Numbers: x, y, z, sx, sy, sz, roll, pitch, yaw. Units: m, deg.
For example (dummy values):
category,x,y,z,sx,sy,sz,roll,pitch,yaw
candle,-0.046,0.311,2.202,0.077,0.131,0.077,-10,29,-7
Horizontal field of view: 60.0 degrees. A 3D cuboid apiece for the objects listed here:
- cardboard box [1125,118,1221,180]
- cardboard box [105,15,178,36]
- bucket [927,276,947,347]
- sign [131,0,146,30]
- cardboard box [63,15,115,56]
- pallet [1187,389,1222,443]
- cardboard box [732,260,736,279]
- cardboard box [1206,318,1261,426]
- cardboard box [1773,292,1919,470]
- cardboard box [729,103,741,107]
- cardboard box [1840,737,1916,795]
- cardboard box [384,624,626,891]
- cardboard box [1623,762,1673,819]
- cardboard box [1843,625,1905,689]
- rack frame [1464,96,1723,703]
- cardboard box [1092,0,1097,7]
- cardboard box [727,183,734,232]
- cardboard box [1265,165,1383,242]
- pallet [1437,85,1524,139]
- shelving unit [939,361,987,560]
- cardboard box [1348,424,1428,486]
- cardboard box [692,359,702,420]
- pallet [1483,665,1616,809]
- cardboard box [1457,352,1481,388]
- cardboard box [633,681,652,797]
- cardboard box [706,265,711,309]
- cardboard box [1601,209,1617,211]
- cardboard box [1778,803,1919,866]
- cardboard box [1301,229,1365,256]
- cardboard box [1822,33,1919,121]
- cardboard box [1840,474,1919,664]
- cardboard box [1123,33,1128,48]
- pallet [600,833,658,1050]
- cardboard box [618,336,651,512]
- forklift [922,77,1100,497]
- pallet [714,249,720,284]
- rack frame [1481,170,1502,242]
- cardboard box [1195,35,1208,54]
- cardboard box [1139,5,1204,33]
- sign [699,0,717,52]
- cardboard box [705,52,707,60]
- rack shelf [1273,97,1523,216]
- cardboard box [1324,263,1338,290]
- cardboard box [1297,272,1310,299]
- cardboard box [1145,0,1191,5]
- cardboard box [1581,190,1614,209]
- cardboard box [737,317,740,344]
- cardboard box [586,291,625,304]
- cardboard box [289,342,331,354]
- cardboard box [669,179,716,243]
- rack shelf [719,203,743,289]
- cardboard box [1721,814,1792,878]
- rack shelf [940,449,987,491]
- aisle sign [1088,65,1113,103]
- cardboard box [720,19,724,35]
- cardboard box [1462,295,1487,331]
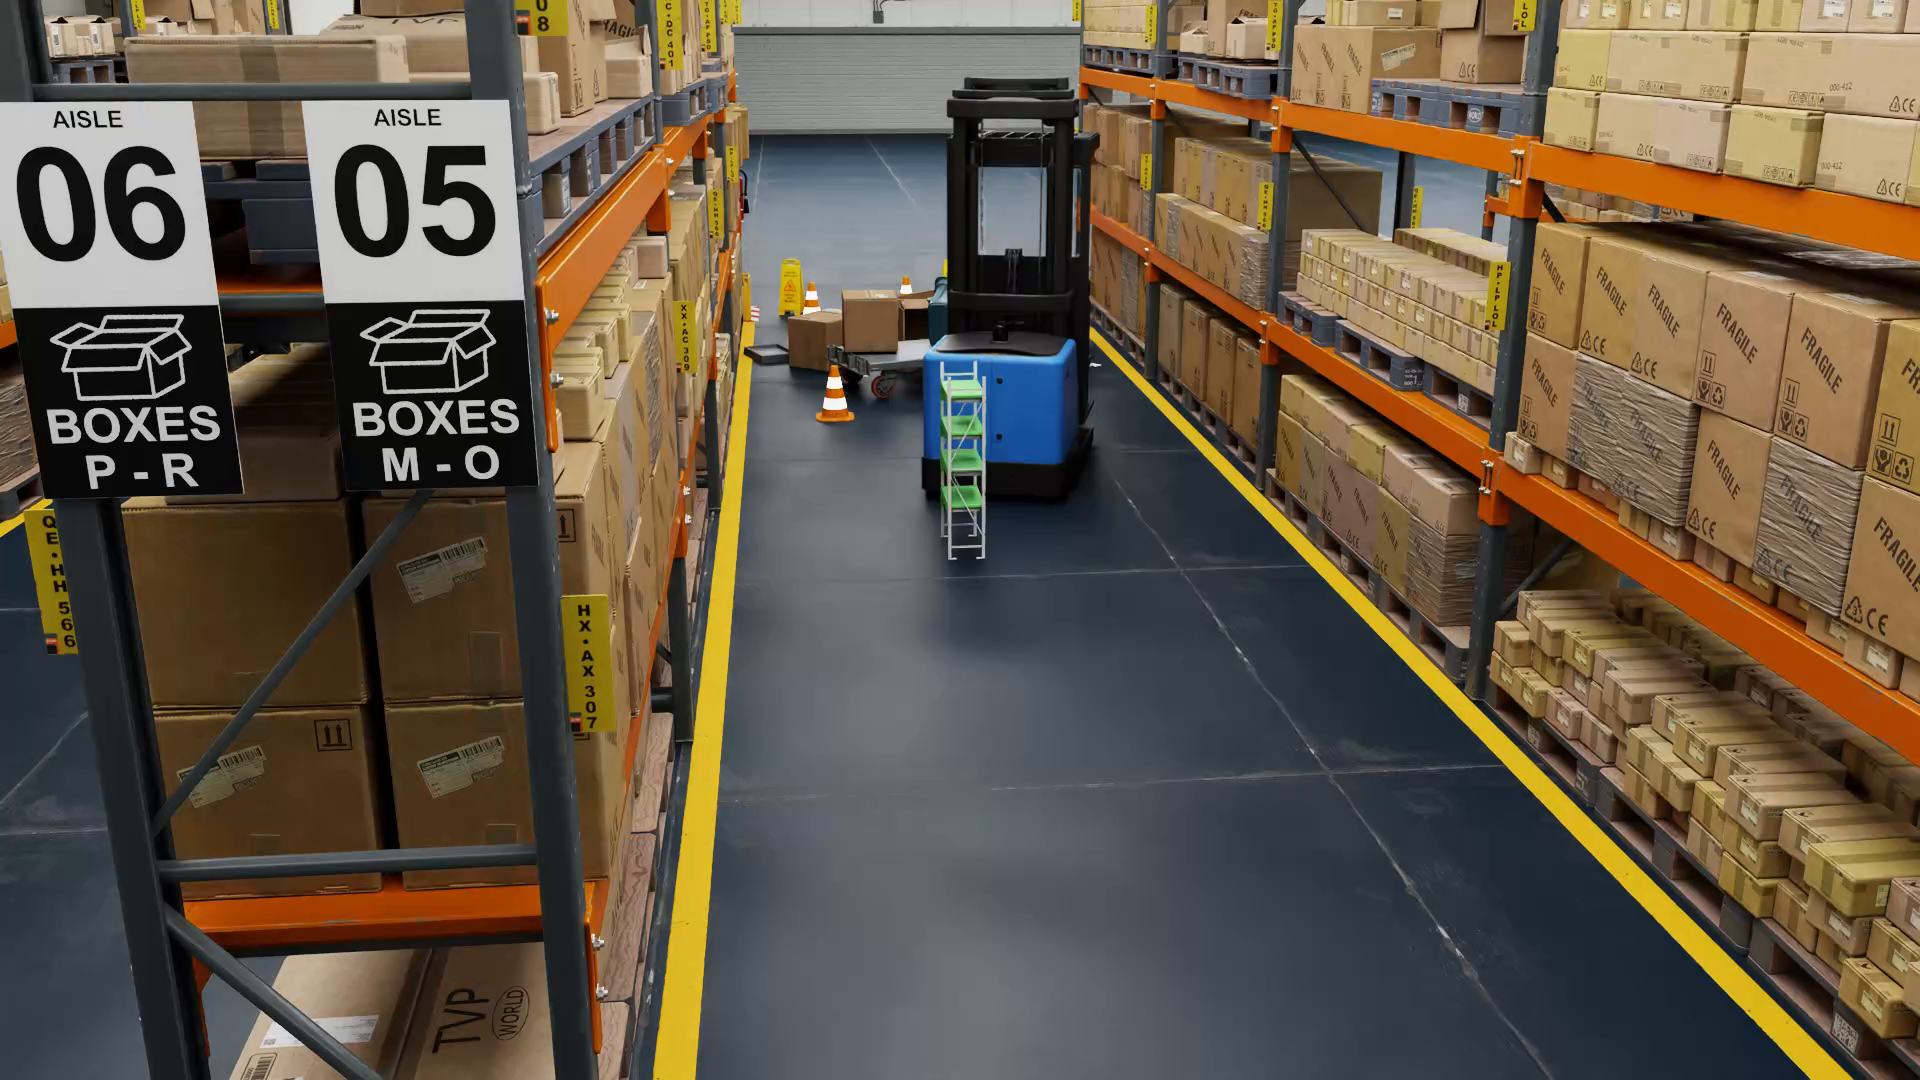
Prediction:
category,x,y,z,sx,sy,sz,roll,pitch,yaw
cardboard box,2.119,-3.873,16.451,0.875,0.550,0.550,-2,18,-6
cardboard box,-7.398,-4.569,14.996,0.500,0.311,0.500,-1,17,-5
bucket,-0.012,-2.147,15.936,0.726,0.611,0.620,4,28,13
sign,-7.016,-4.525,14.185,0.100,0.325,0.005,-2,18,-6
cardboard box,-7.238,-4.106,13.520,0.500,0.311,0.500,-2,18,-7
pallet,2.579,-1.092,14.304,1.003,0.211,1.213,-2,18,-6
cardboard box,-2.363,-2.611,16.039,0.380,0.149,0.250,-2,17,-5
cardboard box,2.641,-1.394,13.666,1.050,0.750,0.750,-2,17,-5
cardboard box,3.124,-0.540,5.557,0.500,0.500,0.500,-1,17,-3
cardboard box,-2.761,-4.545,18.312,0.700,0.500,0.500,-2,18,-7
cardboard box,3.662,0.879,6.436,0.380,0.149,0.250,-2,17,-5
cardboard box,-1.144,0.544,4.269,0.500,0.500,0.500,-2,18,-6
cardboard box,3.013,1.032,6.939,0.380,0.149,0.250,-2,18,-7
cardboard box,3.140,0.367,5.419,0.380,0.149,0.250,-1,17,-4
rack frame,3.121,-0.631,8.180,1.000,3.000,0.127,-2,18,-6
cardboard box,1.652,-5.886,18.130,0.380,0.149,0.250,-2,18,-6
cardboard box,-2.386,-3.161,15.574,0.500,0.500,0.500,-2,18,-6
cardboard box,2.672,-2.482,12.238,0.700,0.500,0.500,-2,18,-6
pallet,3.163,-2.160,8.355,1.213,0.211,1.003,-2,18,-6
shelving unit,0.017,-0.523,10.840,0.258,1.200,0.503,-2,18,-6
cardboard box,2.684,-0.521,10.050,0.500,0.250,0.500,-3,18,-8
cardboard box,-1.667,-0.823,9.041,0.500,0.250,0.500,-2,18,-6
pallet,3.225,0.898,7.963,1.003,0.211,1.213,-2,18,-6
cardboard box,2.855,-0.901,8.758,0.380,0.149,0.250,-2,18,-5
cardboard box,-1.835,0.764,7.311,0.875,0.438,0.875,-2,18,-6
cardboard box,-1.903,-1.670,10.905,0.500,0.250,0.500,-2,18,-6
cardboard box,6.911,-3.374,17.334,0.380,0.149,0.250,-2,18,-6
cardboard box,3.141,1.058,5.865,0.380,0.149,0.250,-2,18,-8
cardboard box,2.563,-2.042,11.399,0.380,0.149,0.250,-2,18,-6
cardboard box,3.128,-1.472,5.266,0.500,0.250,0.500,-2,17,-5
cardboard box,3.183,0.091,5.214,0.500,0.500,0.500,-2,18,-7
cardboard box,1.835,-4.975,16.560,0.380,0.149,0.250,-2,17,-5
pallet,-1.663,1.476,6.124,1.003,0.211,1.213,-2,18,-6
cardboard box,-1.320,-0.388,5.570,0.500,0.500,0.500,-2,18,-5
forklift,0.486,-2.107,12.994,1.130,2.935,3.031,3,18,10
pallet,-2.450,-2.137,13.296,1.003,0.211,1.213,-2,18,-6
rack frame,6.827,-4.329,19.960,1.000,3.000,0.127,-2,18,-6
cardboard box,2.181,-4.148,13.926,0.380,0.149,0.250,-2,18,-6
cardboard box,1.989,-4.903,15.664,0.500,0.250,0.500,-2,18,-6
sign,-1.652,-3.370,10.901,0.100,0.325,0.005,-2,18,-6
cardboard box,-2.414,-4.222,14.159,0.500,0.250,0.500,-2,18,-7
rack shelf,2.914,-2.315,9.736,1.077,0.370,4.000,-2,18,-6
cardboard box,2.619,-1.735,10.917,0.380,0.149,0.250,-2,18,-7
cardboard box,2.553,-1.764,11.506,0.380,0.149,0.250,-2,18,-6
cardboard box,1.941,-5.054,15.478,0.380,0.149,0.250,-2,18,-6
cardboard box,7.086,-3.759,17.480,0.875,0.500,0.500,-2,18,-6
cardboard box,-2.476,-2.063,16.629,0.500,0.250,0.500,-1,17,-3
cardboard box,-1.335,-0.745,5.622,0.380,0.149,0.250,-2,18,-6
cardboard box,-1.718,-0.497,4.833,0.380,0.149,0.250,-2,18,-6
cardboard box,-2.144,-2.484,12.717,0.500,0.500,0.500,-1,17,-5
rack shelf,-2.824,-3.084,17.194,1.077,0.370,4.000,-2,18,-6
cardboard box,3.073,1.121,6.159,0.380,0.149,0.250,-2,17,-5
rack shelf,0.017,-0.462,10.859,0.258,0.148,0.480,-2,18,-6
aisle sign,1.577,-5.459,19.216,0.394,0.787,0.004,-2,18,-6
cardboard box,-2.326,-4.627,14.988,0.380,0.149,0.250,-2,18,-7
cardboard box,2.856,-1.189,8.682,0.380,0.149,0.250,-2,18,-7
